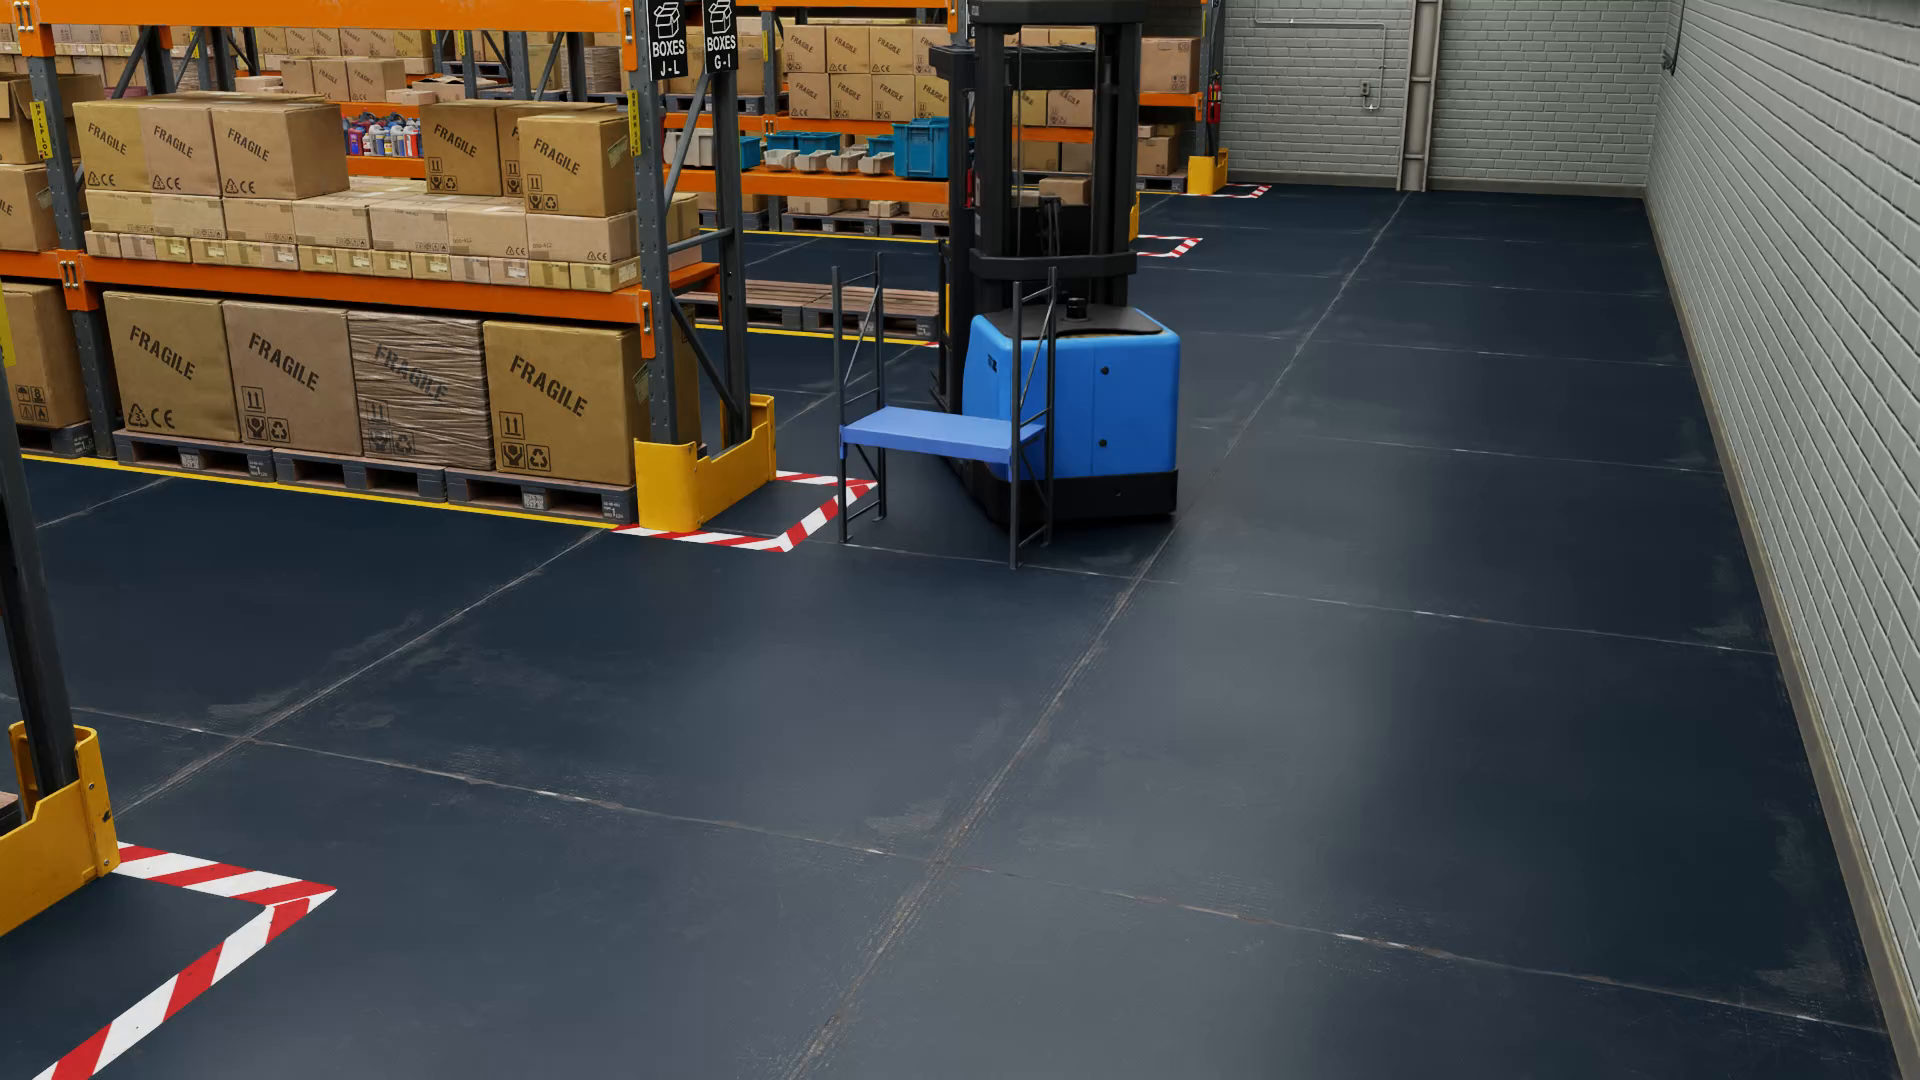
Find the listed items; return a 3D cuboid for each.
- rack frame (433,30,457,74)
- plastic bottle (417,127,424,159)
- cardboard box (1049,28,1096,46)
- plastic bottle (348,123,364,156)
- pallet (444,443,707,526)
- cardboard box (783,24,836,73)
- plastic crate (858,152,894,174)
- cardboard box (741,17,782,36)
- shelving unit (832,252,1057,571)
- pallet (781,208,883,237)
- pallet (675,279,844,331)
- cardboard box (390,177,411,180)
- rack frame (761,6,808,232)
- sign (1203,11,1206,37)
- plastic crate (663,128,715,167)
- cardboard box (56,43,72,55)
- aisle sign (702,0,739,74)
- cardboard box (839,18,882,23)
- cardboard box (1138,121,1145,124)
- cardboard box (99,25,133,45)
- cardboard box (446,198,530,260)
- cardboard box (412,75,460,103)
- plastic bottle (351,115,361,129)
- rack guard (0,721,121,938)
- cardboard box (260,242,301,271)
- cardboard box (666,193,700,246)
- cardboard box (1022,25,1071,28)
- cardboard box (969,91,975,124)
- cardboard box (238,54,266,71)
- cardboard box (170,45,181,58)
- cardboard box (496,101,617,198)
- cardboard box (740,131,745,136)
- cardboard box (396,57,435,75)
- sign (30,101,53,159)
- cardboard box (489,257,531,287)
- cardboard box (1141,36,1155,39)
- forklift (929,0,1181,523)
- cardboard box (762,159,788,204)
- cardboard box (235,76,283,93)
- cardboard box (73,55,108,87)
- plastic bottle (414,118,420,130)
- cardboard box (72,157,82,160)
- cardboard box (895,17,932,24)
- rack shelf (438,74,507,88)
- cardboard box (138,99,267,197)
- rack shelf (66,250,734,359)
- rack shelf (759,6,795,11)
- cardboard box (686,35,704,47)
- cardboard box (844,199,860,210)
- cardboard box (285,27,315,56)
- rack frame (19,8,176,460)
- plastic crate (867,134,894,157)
[{"bbox_3d":[-7.939,-7.568,26.229,0.127,3.000,1.000,7,20,18],"label":"rack frame"},{"bbox_3d":[-4.784,-3.617,14.972,0.185,0.351,0.144,7,20,18],"label":"plastic bottle"},{"bbox_3d":[1.263,-5.213,17.803,0.500,0.500,0.500,6,20,18],"label":"cardboard box"},{"bbox_3d":[-5.513,-3.655,15.180,0.133,0.283,0.061,7,20,18],"label":"plastic bottle"},{"bbox_3d":[-2.262,-0.396,9.893,1.213,0.211,1.003,7,20,18],"label":"pallet"},{"bbox_3d":[-1.652,-5.544,18.753,0.500,0.500,0.500,7,20,19],"label":"cardboard box"},{"bbox_3d":[-0.685,-3.127,13.799,0.243,0.136,0.396,7,20,18],"label":"plastic crate"},{"bbox_3d":[-2.835,-7.447,24.110,0.500,0.250,0.500,7,20,18],"label":"cardboard box"},{"bbox_3d":[-0.079,-0.696,8.794,1.048,1.500,0.538,9,21,24],"label":"shelving unit"},{"bbox_3d":[-1.356,-3.772,19.576,1.213,0.211,1.003,7,20,18],"label":"pallet"},{"bbox_3d":[-1.770,-2.108,14.803,1.213,0.211,1.003,7,20,18],"label":"pallet"},{"bbox_3d":[-6.848,-4.530,21.056,0.500,0.250,0.500,6,20,17],"label":"cardboard box"},{"bbox_3d":[-2.005,-5.163,19.331,0.127,3.000,1.000,7,20,18],"label":"rack frame"},{"bbox_3d":[3.205,-6.763,21.802,0.005,0.325,0.100,7,20,18],"label":"sign"},{"bbox_3d":[-2.252,-3.373,14.286,0.530,0.282,0.437,7,20,18],"label":"plastic crate"},{"bbox_3d":[-11.823,-6.565,22.215,0.250,0.149,0.380,6,20,17],"label":"cardboard box"},{"bbox_3d":[-1.314,-2.964,9.073,0.004,0.787,0.394,7,20,18],"label":"aisle sign"},{"bbox_3d":[-1.388,-7.284,23.642,0.500,0.250,0.500,7,20,19],"label":"cardboard box"},{"bbox_3d":[2.407,-5.743,23.170,0.250,0.149,0.380,7,20,18],"label":"cardboard box"},{"bbox_3d":[-10.933,-6.841,22.023,0.500,0.500,0.700,7,20,18],"label":"cardboard box"},{"bbox_3d":[-2.504,-1.746,9.303,0.500,0.250,0.500,6,20,17],"label":"cardboard box"},{"bbox_3d":[-6.564,-5.710,21.035,0.500,0.311,0.500,6,20,17],"label":"cardboard box"},{"bbox_3d":[-5.810,-3.966,16.073,0.133,0.283,0.061,7,20,18],"label":"plastic bottle"},{"bbox_3d":[-3.276,1.052,5.298,0.348,0.500,1.175,7,20,18],"label":"rack guard"},{"bbox_3d":[-3.864,-1.689,9.747,0.250,0.149,0.380,7,20,19],"label":"cardboard box"},{"bbox_3d":[-1.845,-1.857,9.621,0.500,0.250,0.500,6,20,17],"label":"cardboard box"},{"bbox_3d":[0.945,-5.434,18.438,0.500,0.500,0.500,7,20,19],"label":"cardboard box"},{"bbox_3d":[0.301,-4.852,18.288,0.500,0.500,0.500,7,20,18],"label":"cardboard box"},{"bbox_3d":[-11.361,-7.787,27.056,0.500,0.250,0.500,6,20,16],"label":"cardboard box"},{"bbox_3d":[-10.122,-6.371,21.658,0.250,0.149,0.380,6,20,17],"label":"cardboard box"},{"bbox_3d":[-2.318,-2.265,9.653,0.500,0.500,0.500,6,20,17],"label":"cardboard box"},{"bbox_3d":[-3.509,-6.199,24.930,0.750,0.750,0.750,6,20,17],"label":"cardboard box"},{"bbox_3d":[-8.486,-7.463,26.127,0.500,0.250,0.500,7,20,18],"label":"cardboard box"},{"bbox_3d":[-5.428,-2.423,9.831,0.005,0.325,0.100,7,20,18],"label":"sign"},{"bbox_3d":[-2.409,-1.524,9.272,0.250,0.149,0.380,7,20,18],"label":"cardboard box"},{"bbox_3d":[2.220,-6.540,22.826,0.700,0.700,0.980,6,20,18],"label":"cardboard box"},{"bbox_3d":[0.427,-1.924,10.144,1.130,2.935,3.031,-4,20,-11],"label":"forklift"},{"bbox_3d":[-2.382,-4.318,20.037,0.500,0.500,0.500,6,20,16],"label":"cardboard box"},{"bbox_3d":[-9.082,-5.917,21.721,0.500,0.250,0.500,8,21,21],"label":"cardboard box"},{"bbox_3d":[-11.440,-6.286,22.399,0.500,0.500,0.700,7,20,20],"label":"cardboard box"},{"bbox_3d":[-5.140,-3.877,15.837,0.097,0.271,0.097,0,19,0],"label":"plastic bottle"},{"bbox_3d":[-5.612,-2.258,10.845,0.500,0.500,0.500,7,20,18],"label":"cardboard box"},{"bbox_3d":[-0.732,-7.385,23.933,0.500,0.250,0.500,7,20,20],"label":"cardboard box"},{"bbox_3d":[-6.050,-7.012,25.728,4.000,0.370,1.077,7,20,18],"label":"rack shelf"},{"bbox_3d":[-4.428,-2.320,9.812,0.500,0.500,0.500,7,20,18],"label":"cardboard box"},{"bbox_3d":[-3.370,-1.527,9.994,4.000,0.370,1.077,7,20,18],"label":"rack shelf"},{"bbox_3d":[-3.894,-6.456,19.575,4.000,0.370,1.077,7,20,18],"label":"rack shelf"},{"bbox_3d":[-3.786,-7.201,24.542,0.500,0.500,0.500,7,20,20],"label":"cardboard box"},{"bbox_3d":[-1.373,-4.217,19.746,0.500,0.500,0.500,7,20,18],"label":"cardboard box"},{"bbox_3d":[-10.416,-8.033,26.623,0.500,0.500,0.500,6,20,16],"label":"cardboard box"},{"bbox_3d":[-5.259,-2.083,10.495,0.127,3.000,1.000,7,20,18],"label":"rack frame"},{"bbox_3d":[-0.602,-3.341,14.266,0.300,0.233,0.416,7,20,18],"label":"plastic crate"}]
